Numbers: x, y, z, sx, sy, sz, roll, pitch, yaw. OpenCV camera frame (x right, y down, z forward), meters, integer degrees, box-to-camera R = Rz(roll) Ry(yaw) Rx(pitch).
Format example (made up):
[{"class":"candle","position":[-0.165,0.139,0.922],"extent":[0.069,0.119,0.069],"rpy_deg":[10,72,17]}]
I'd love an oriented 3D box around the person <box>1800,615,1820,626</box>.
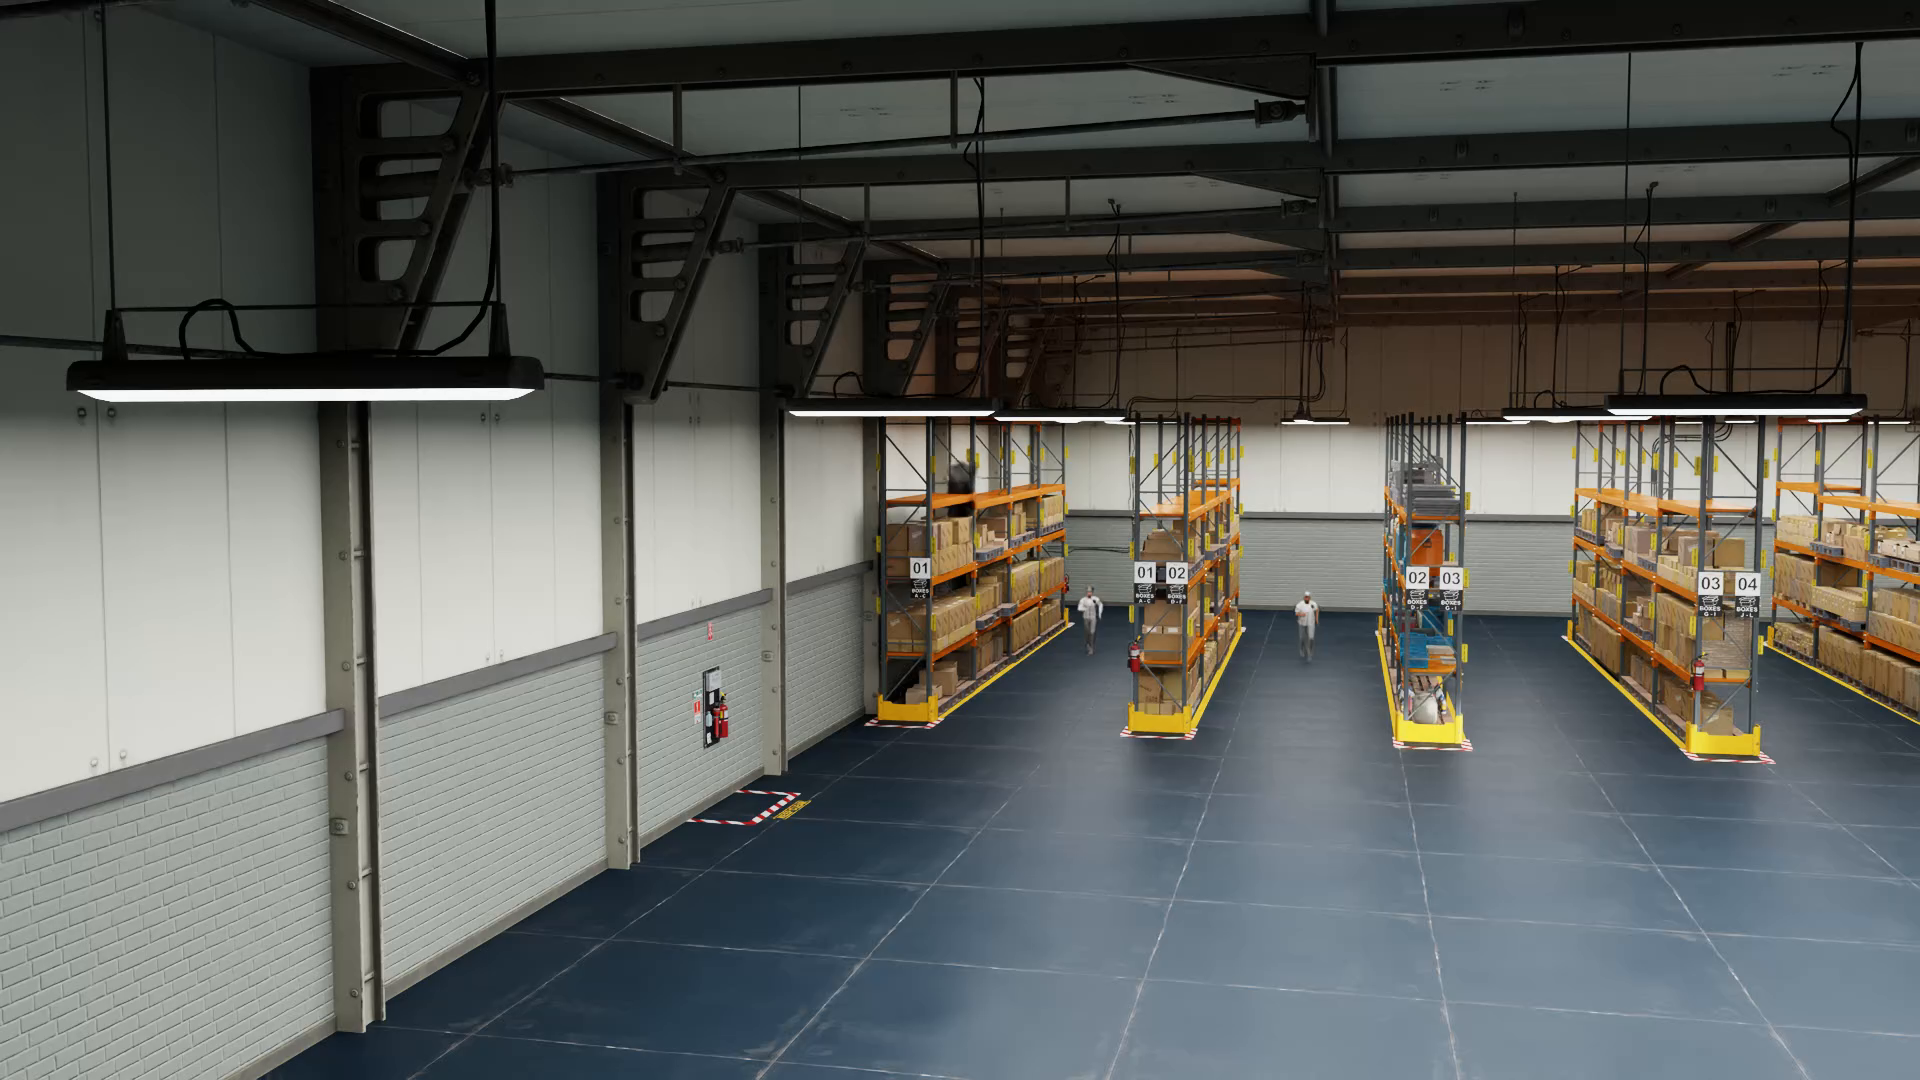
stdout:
[{"class":"person","position":[22.730,1.933,44.255],"extent":[0.686,1.699,0.582],"rpy_deg":[2,4,22]}]

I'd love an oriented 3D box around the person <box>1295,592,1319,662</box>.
[{"class":"person","position":[8.529,2.126,40.920],"extent":[0.588,1.724,0.840],"rpy_deg":[1,4,9]}]

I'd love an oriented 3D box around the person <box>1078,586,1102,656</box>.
[{"class":"person","position":[3.283,2.026,42.072],"extent":[0.585,1.741,0.845],"rpy_deg":[1,4,11]}]
